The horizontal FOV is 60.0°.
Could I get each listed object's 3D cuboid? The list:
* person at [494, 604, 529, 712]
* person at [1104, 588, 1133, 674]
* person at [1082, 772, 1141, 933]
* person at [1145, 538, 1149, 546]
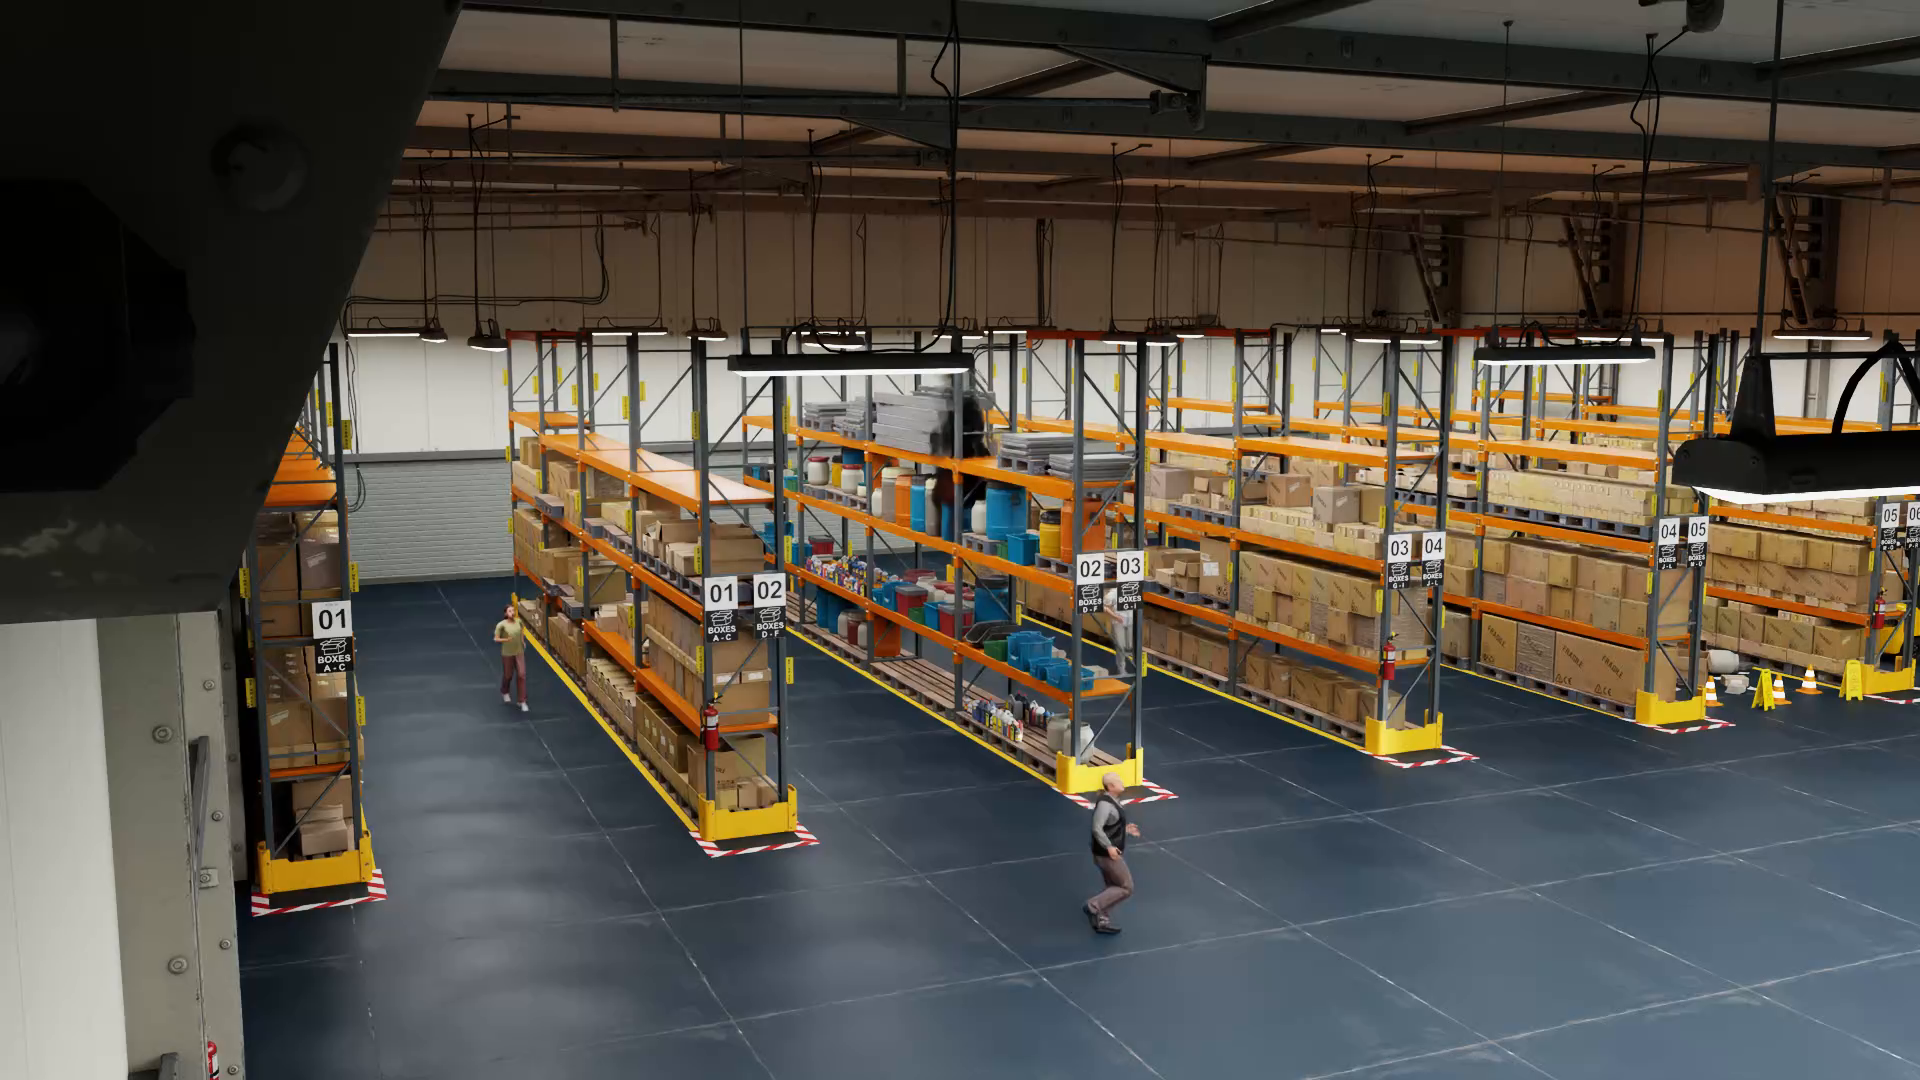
[{"bbox_3d":[-7.199,1.857,26.706,0.570,1.688,0.904,-5,9,-33],"label":"person"},{"bbox_3d":[2.731,1.391,27.943,0.665,1.757,0.587,-3,8,-19],"label":"person"},{"bbox_3d":[1.554,3.198,17.033,0.607,1.689,0.651,0,8,1],"label":"person"},{"bbox_3d":[3.920,0.514,36.577,0.703,1.723,0.587,-4,9,-26],"label":"person"}]
